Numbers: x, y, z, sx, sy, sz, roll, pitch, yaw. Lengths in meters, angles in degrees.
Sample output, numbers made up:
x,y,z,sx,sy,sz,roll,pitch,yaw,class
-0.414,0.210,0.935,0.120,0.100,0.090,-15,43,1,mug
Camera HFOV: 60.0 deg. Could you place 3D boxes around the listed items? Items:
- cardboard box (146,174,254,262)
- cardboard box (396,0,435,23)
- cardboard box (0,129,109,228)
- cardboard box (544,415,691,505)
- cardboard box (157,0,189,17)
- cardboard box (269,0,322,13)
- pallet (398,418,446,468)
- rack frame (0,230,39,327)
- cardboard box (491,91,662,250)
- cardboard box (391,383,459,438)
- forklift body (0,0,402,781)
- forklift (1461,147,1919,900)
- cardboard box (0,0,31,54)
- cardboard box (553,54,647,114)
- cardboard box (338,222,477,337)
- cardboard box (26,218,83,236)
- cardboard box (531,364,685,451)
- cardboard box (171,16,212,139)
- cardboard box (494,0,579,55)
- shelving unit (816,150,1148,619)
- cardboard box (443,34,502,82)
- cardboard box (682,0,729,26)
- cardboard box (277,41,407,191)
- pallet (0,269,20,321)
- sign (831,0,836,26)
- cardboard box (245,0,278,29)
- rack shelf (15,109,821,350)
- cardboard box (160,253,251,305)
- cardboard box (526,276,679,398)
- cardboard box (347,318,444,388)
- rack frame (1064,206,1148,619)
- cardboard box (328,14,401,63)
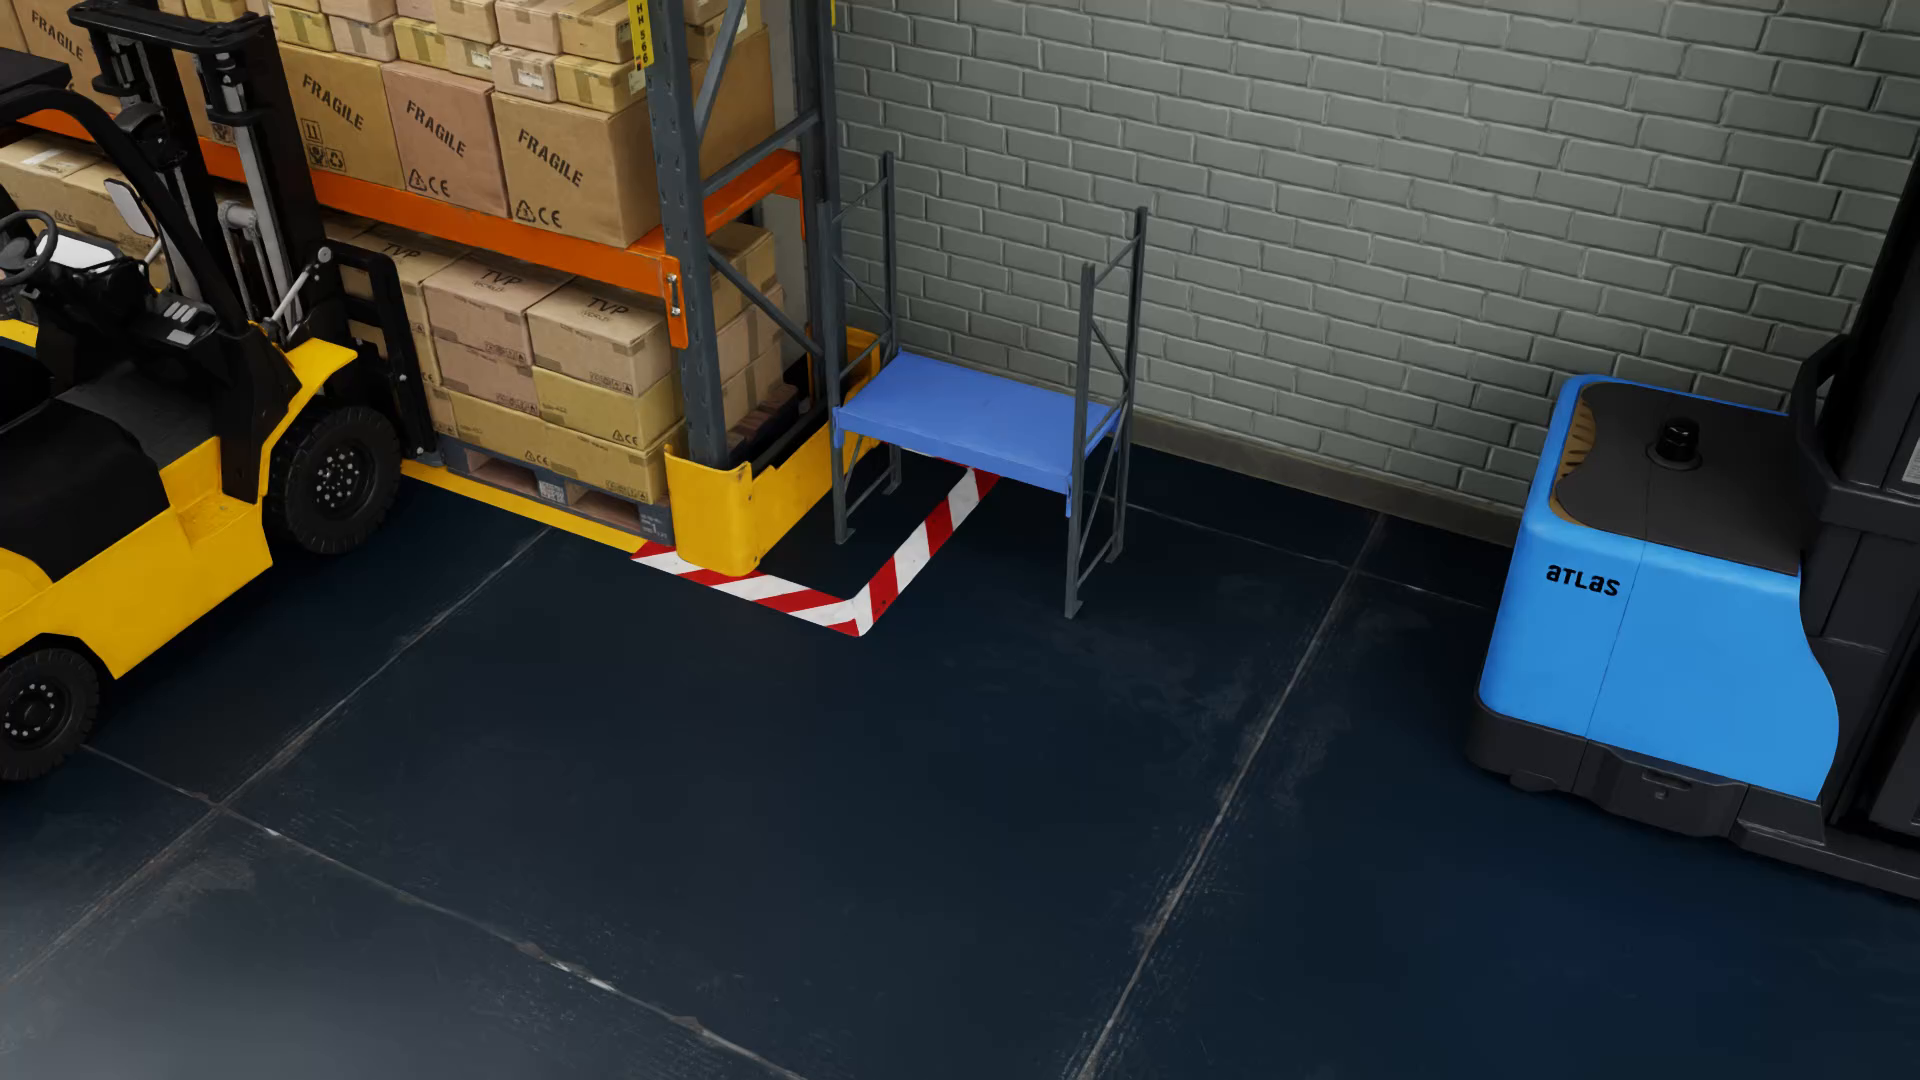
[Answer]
x,y,z,sx,sy,sz,roll,pitch,yaw,class
-3.131,-1.403,7.217,0.500,0.250,0.500,19,41,23,cardboard box
-1.841,-2.026,6.073,0.250,0.149,0.380,18,41,22,cardboard box
-4.028,-1.683,7.586,0.500,0.250,0.500,17,40,21,cardboard box
-1.323,-0.436,6.771,0.500,0.250,0.500,18,41,22,cardboard box
-3.027,-2.213,6.565,0.250,0.149,0.380,16,40,20,cardboard box
-2.355,-2.108,6.180,0.250,0.149,0.380,18,41,22,cardboard box
-2.539,-0.823,7.659,1.213,0.211,1.003,17,41,21,pallet
-4.313,-2.516,7.583,0.127,3.000,1.000,17,41,21,rack frame
-1.319,-1.439,6.082,0.500,0.500,0.500,16,40,21,cardboard box
-2.201,-0.724,7.149,0.500,0.250,0.500,18,41,22,cardboard box
-3.284,-0.613,5.779,1.214,2.155,2.313,17,41,21,forklift body
3.280,-0.276,4.689,3.031,2.935,1.130,15,40,19,forklift
-4.039,-2.292,7.206,0.500,0.500,0.500,16,40,20,cardboard box
-1.198,-1.647,5.820,0.250,0.149,0.380,18,41,22,cardboard box
-2.222,-1.108,6.829,0.500,0.250,0.500,18,41,22,cardboard box
-4.025,-1.486,7.741,0.500,0.250,0.500,17,40,21,cardboard box
-1.337,-0.642,6.628,0.500,0.250,0.500,17,40,21,cardboard box
-3.119,-2.016,6.842,0.500,0.500,0.500,17,40,21,cardboard box
-1.409,-1.858,5.852,0.250,0.149,0.380,17,41,22,cardboard box
0.076,-0.574,6.265,1.048,1.500,0.538,17,41,21,shelving unit
-1.641,-1.808,6.031,0.250,0.149,0.380,18,41,22,cardboard box
-0.961,-2.028,6.076,0.250,0.149,0.380,17,40,21,cardboard box
-2.230,-1.731,6.466,0.500,0.500,0.500,17,40,21,cardboard box
-4.985,-1.589,8.668,1.213,0.211,1.003,17,41,21,pallet
-0.500,-2.076,6.222,0.005,0.325,0.100,17,41,21,sign
-2.528,-2.109,6.428,0.250,0.149,0.380,17,40,21,cardboard box
-2.537,-1.673,7.068,4.000,0.370,1.077,17,41,21,rack shelf
-3.136,-1.202,7.365,0.500,0.250,0.500,17,40,21,cardboard box
-1.313,-0.834,6.468,0.500,0.250,0.500,19,41,23,cardboard box
-2.245,-0.920,6.994,0.500,0.250,0.500,16,40,20,cardboard box
0.527,-0.432,6.079,0.032,1.500,0.500,17,41,21,rack frame
-2.114,-1.932,6.195,0.250,0.149,0.380,16,40,20,cardboard box
